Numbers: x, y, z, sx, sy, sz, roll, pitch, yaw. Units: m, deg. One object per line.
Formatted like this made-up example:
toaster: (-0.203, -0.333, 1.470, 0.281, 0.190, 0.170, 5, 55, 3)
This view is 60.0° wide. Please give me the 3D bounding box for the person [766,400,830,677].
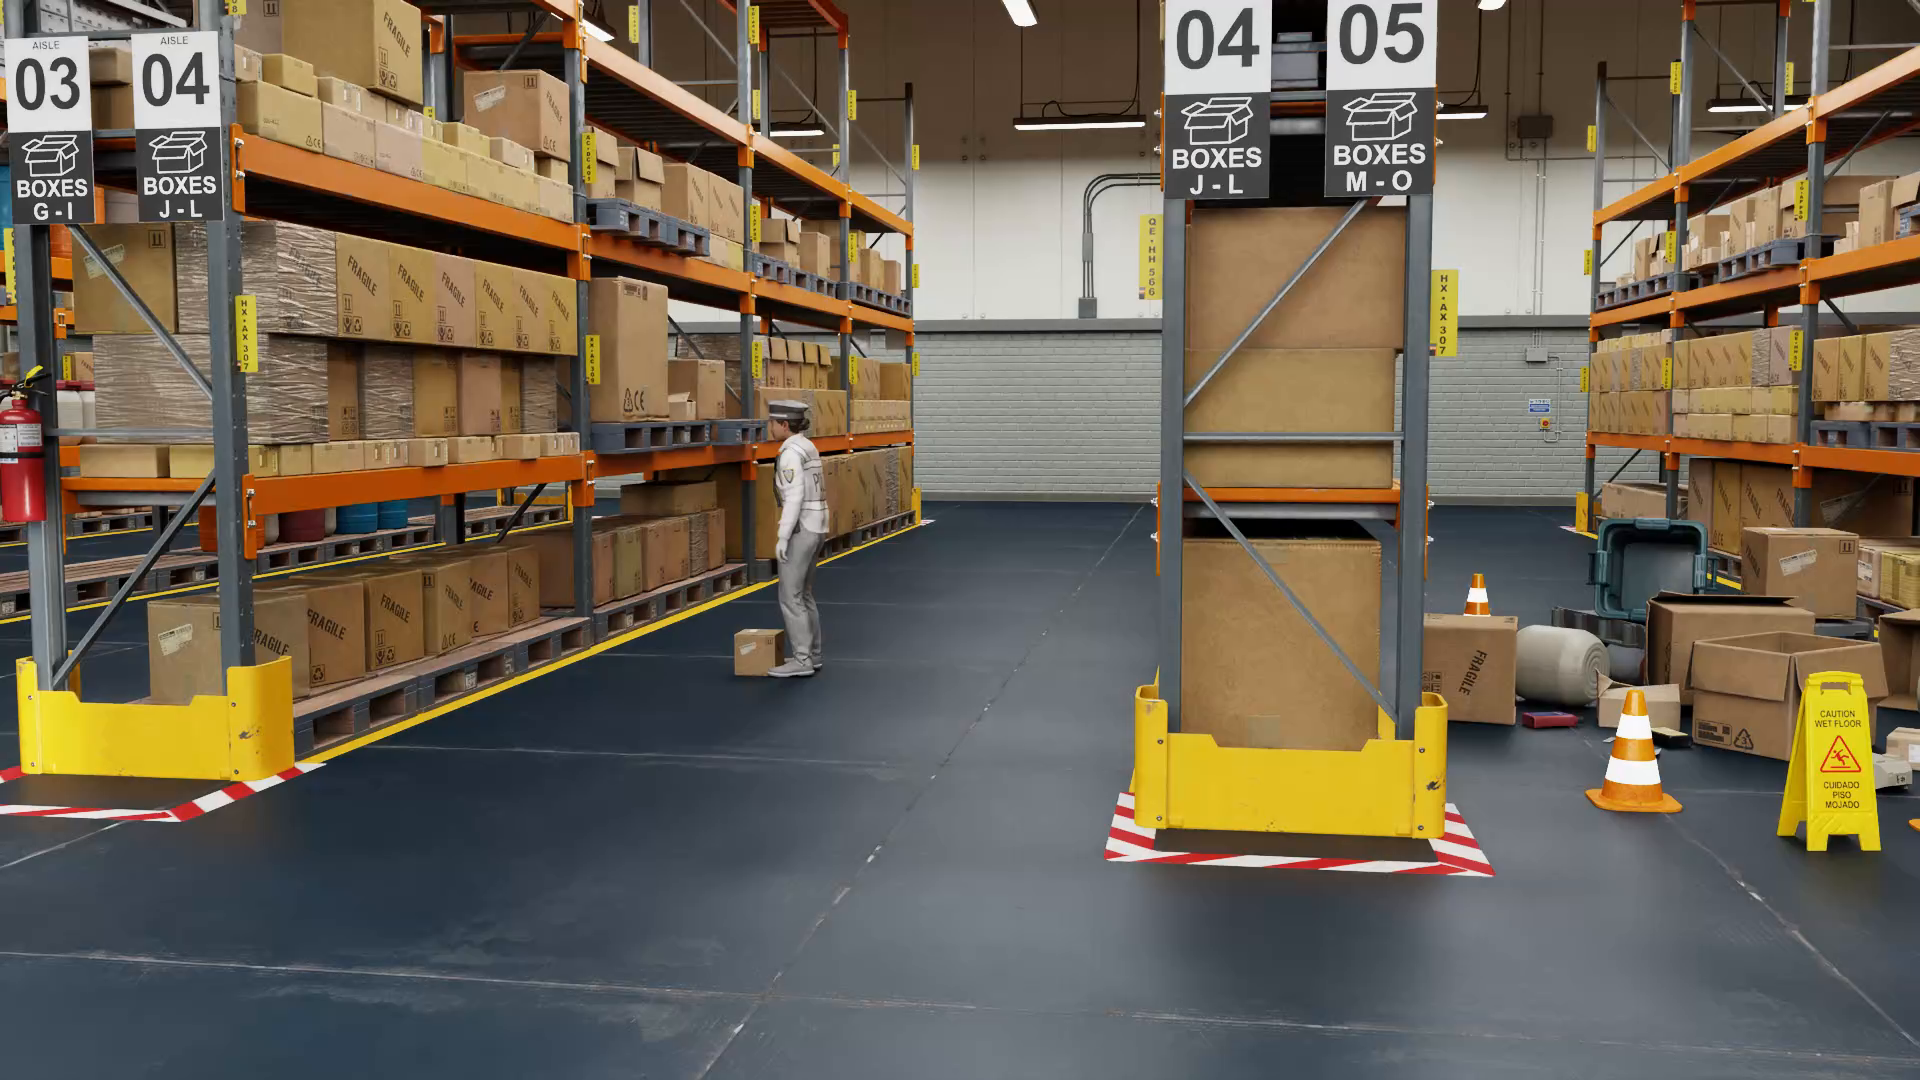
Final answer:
person: (-0.984, -0.016, 10.077, 0.371, 1.663, 0.530, 1, 5, 9)
